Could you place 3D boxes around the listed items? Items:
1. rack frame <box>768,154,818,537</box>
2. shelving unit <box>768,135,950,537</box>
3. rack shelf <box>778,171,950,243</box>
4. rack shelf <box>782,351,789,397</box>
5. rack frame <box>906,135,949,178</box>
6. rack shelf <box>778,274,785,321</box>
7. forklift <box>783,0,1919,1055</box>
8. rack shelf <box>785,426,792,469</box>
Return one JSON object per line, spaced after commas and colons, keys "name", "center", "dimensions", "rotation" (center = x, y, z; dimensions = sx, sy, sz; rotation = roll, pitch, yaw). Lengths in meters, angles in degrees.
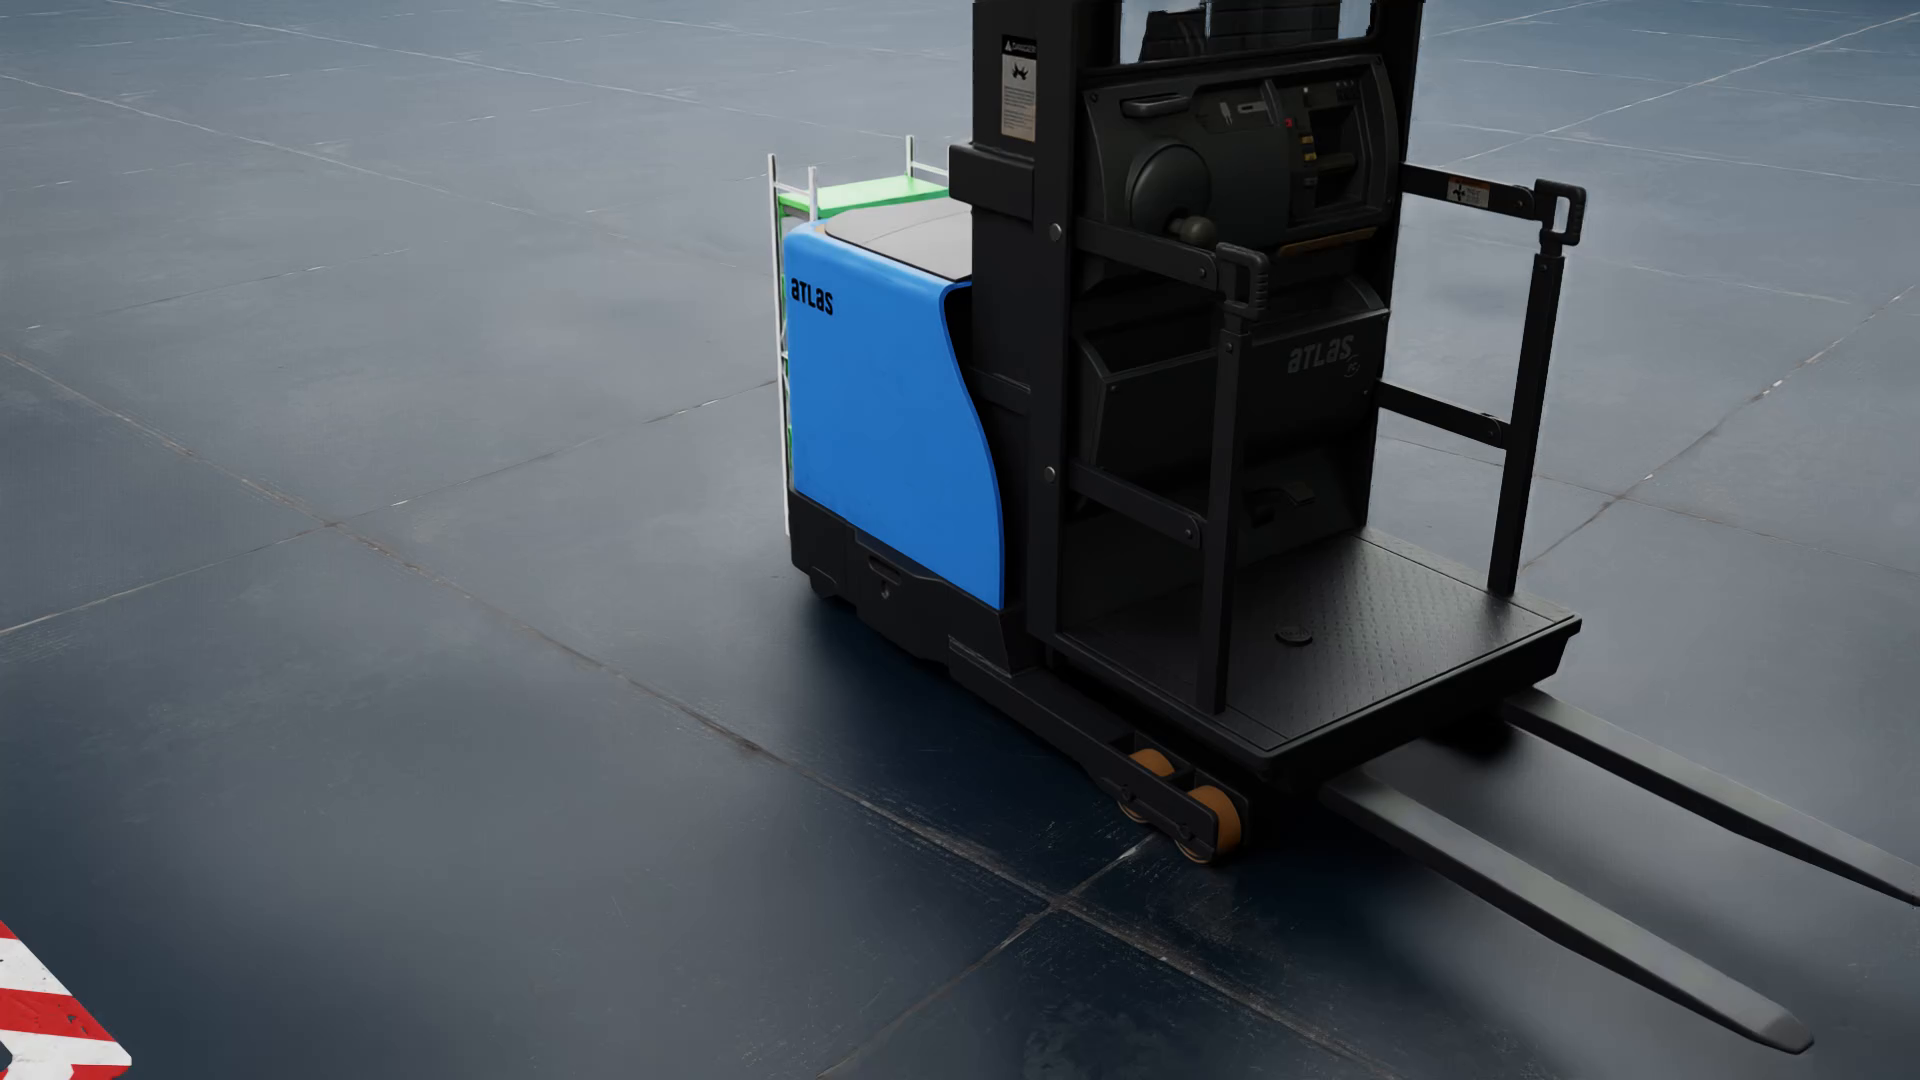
{"name": "rack frame", "center": [-0.477, -0.528, 4.961], "dimensions": [0.015, 1.200, 0.240], "rotation": [-17, 29, -33]}
{"name": "shelving unit", "center": [-0.281, -0.588, 5.094], "dimensions": [0.503, 1.200, 0.258], "rotation": [-17, 29, -33]}
{"name": "rack shelf", "center": [-0.281, -0.967, 4.924], "dimensions": [0.480, 0.148, 0.258], "rotation": [-17, 29, -33]}
{"name": "rack shelf", "center": [-0.281, -0.529, 5.120], "dimensions": [0.480, 0.148, 0.258], "rotation": [-17, 29, -33]}
{"name": "rack frame", "center": [-0.086, -0.648, 5.228], "dimensions": [0.015, 1.200, 0.240], "rotation": [-17, 29, -33]}
{"name": "rack shelf", "center": [-0.281, -0.748, 5.022], "dimensions": [0.480, 0.148, 0.258], "rotation": [-17, 29, -33]}
{"name": "forklift", "center": [0.776, -0.853, 3.571], "dimensions": [1.130, 2.935, 3.031], "rotation": [-17, 29, -33]}
{"name": "rack shelf", "center": [-0.281, -0.310, 5.219], "dimensions": [0.480, 0.148, 0.258], "rotation": [-17, 29, -33]}
